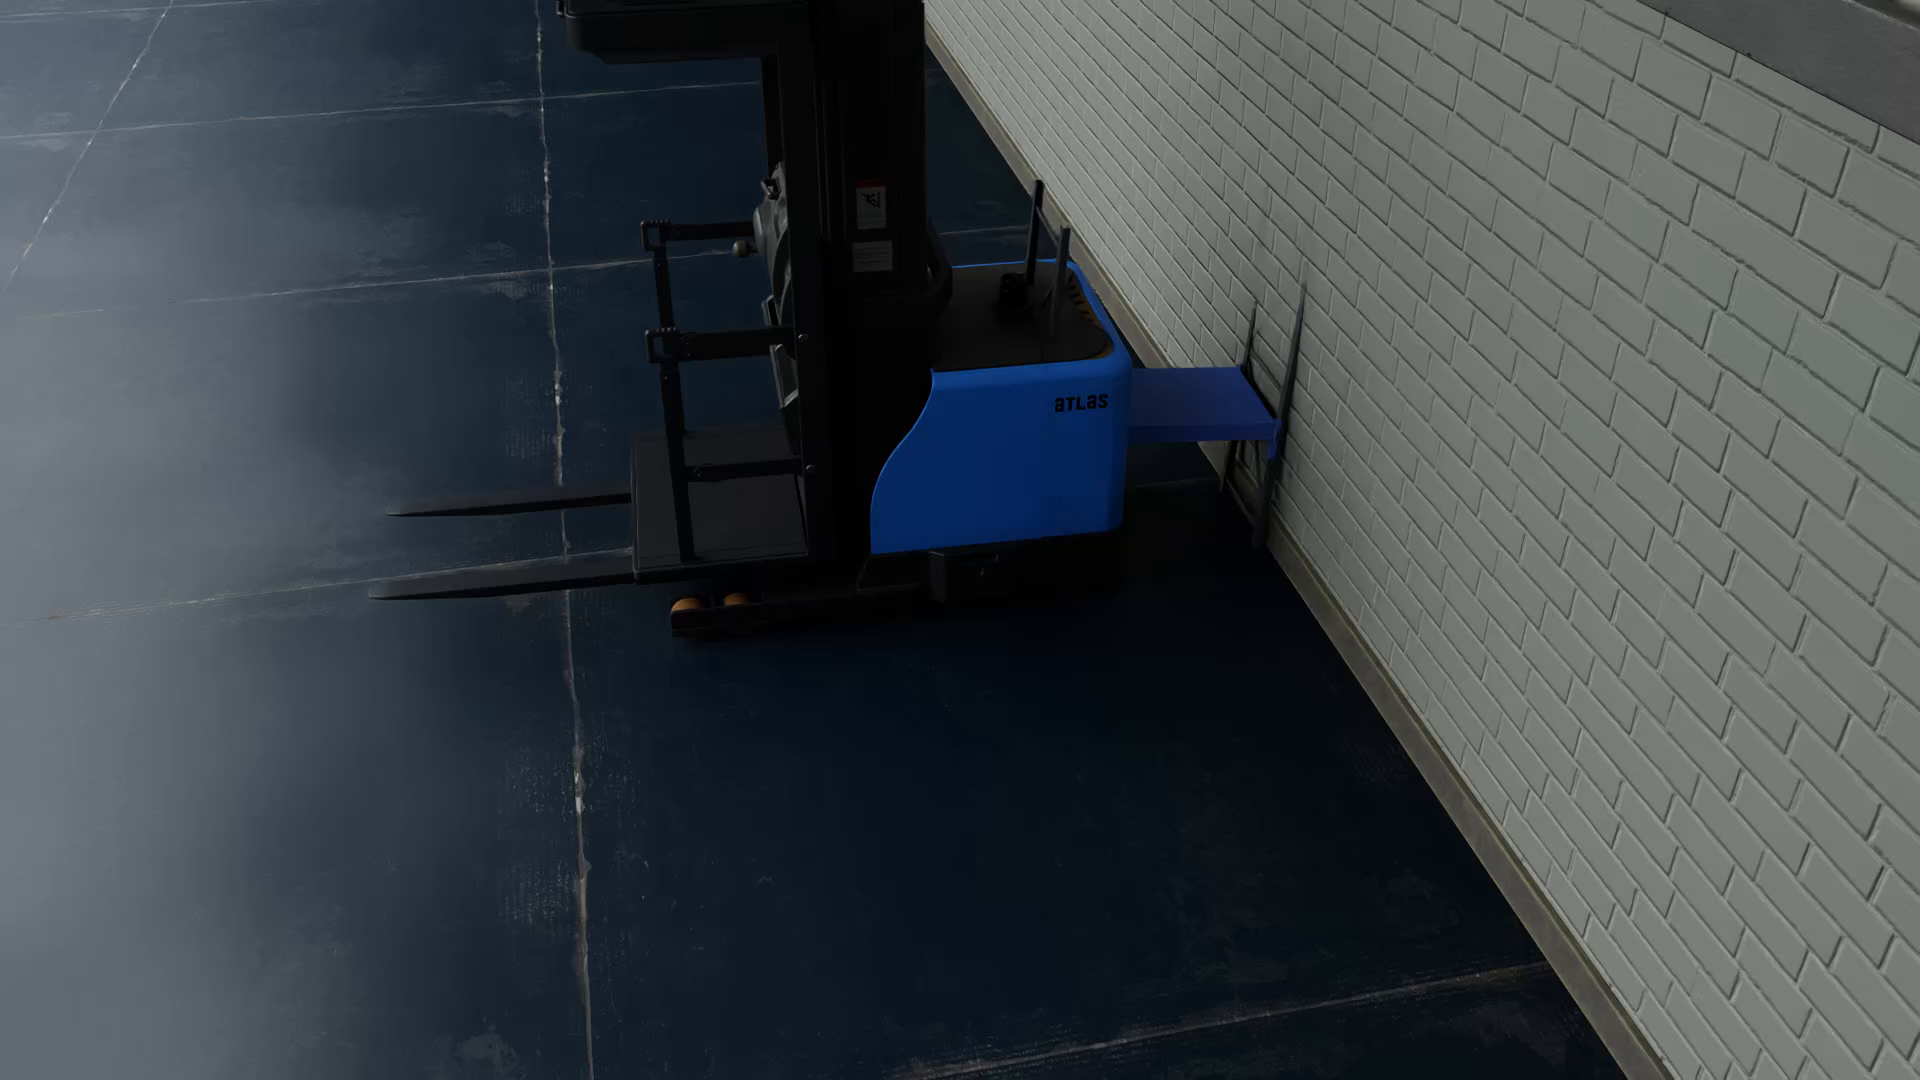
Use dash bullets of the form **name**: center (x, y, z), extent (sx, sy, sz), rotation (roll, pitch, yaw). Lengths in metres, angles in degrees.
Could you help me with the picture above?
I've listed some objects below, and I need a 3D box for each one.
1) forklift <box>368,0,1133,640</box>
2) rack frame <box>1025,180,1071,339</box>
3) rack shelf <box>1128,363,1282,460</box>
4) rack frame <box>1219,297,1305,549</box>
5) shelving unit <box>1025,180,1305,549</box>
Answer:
- **forklift**: center (-0.886, -1.137, 6.314), extent (3.031, 2.935, 1.130), rotation (-6, 34, -8)
- **rack frame**: center (0.299, -0.669, 6.818), extent (0.032, 1.500, 0.500), rotation (-2, 34, -11)
- **rack shelf**: center (0.785, -0.536, 7.011), extent (1.000, 0.185, 0.538), rotation (-2, 34, -11)
- **rack frame**: center (1.297, -0.705, 7.010), extent (0.032, 1.500, 0.500), rotation (-2, 34, -11)
- **shelving unit**: center (0.798, -0.687, 6.914), extent (1.048, 1.500, 0.538), rotation (-2, 34, -11)
